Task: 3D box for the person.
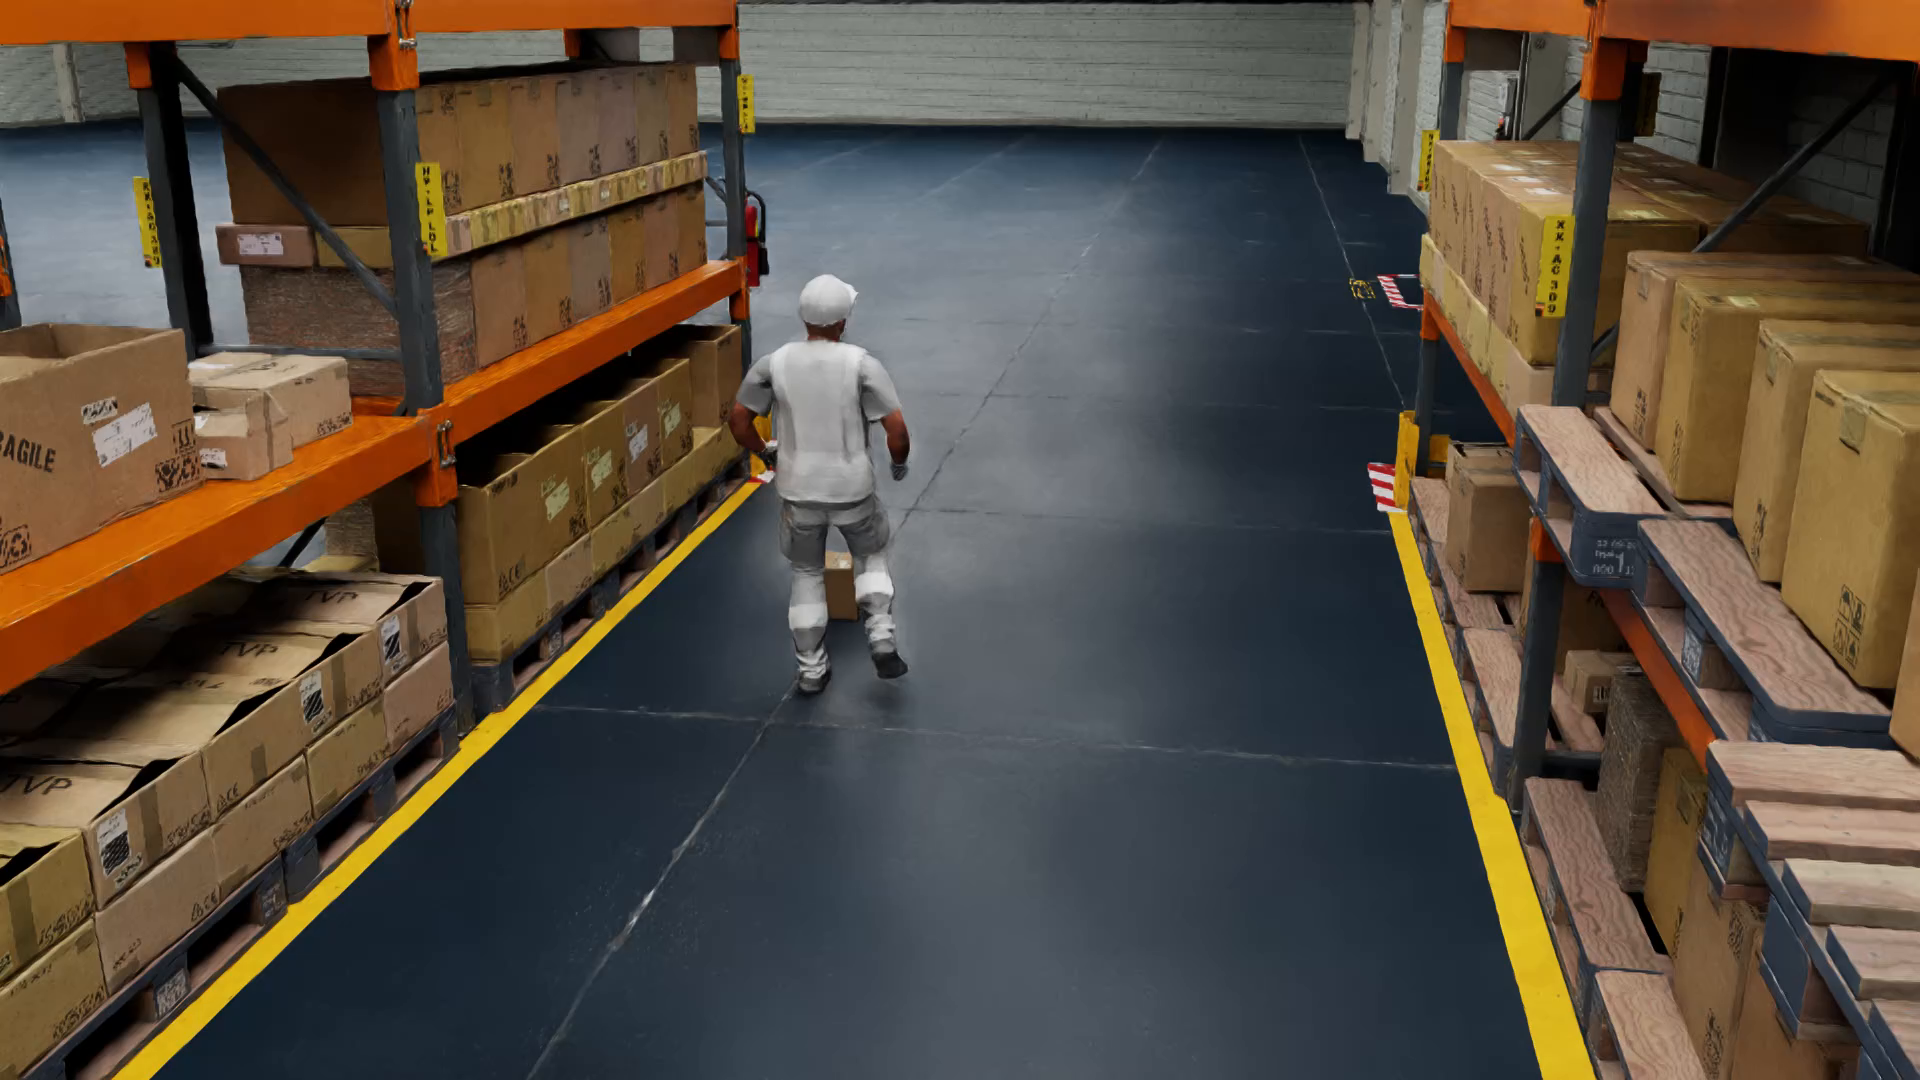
[{"bbox_3d":[-0.555,-0.220,6.760,0.724,1.749,0.485,0,18,0],"label":"person"}]
